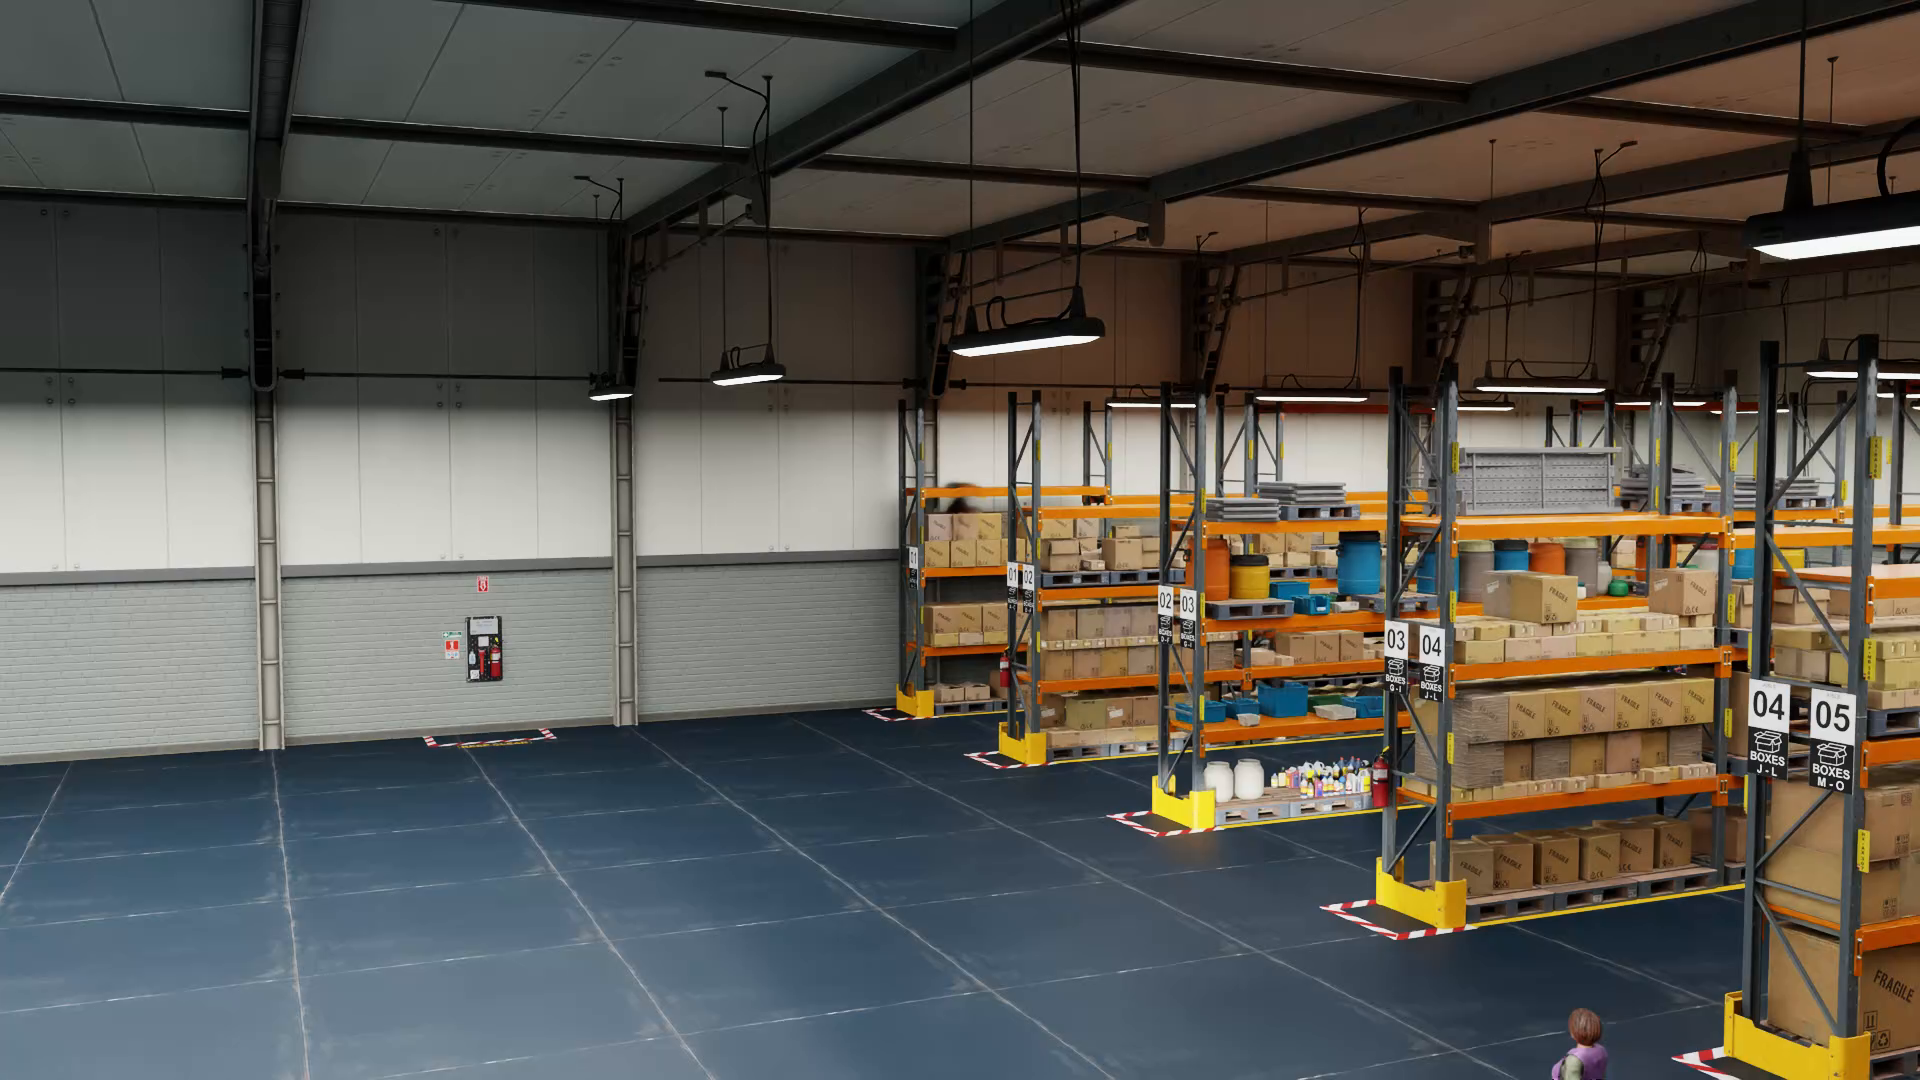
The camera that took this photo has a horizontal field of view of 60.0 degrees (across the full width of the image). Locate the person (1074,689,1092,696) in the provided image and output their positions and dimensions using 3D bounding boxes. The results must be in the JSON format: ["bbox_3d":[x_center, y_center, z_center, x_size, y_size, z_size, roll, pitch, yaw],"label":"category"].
[{"bbox_3d":[2.283,2.544,29.711,1.117,1.709,0.551,-2,4,-26],"label":"person"}]

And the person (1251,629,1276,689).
[{"bbox_3d":[5.680,2.441,31.813,1.056,1.652,0.564,-1,3,-14],"label":"person"}]

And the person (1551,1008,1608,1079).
[{"bbox_3d":[3.971,3.748,10.551,0.743,1.563,0.397,0,3,7],"label":"person"}]
